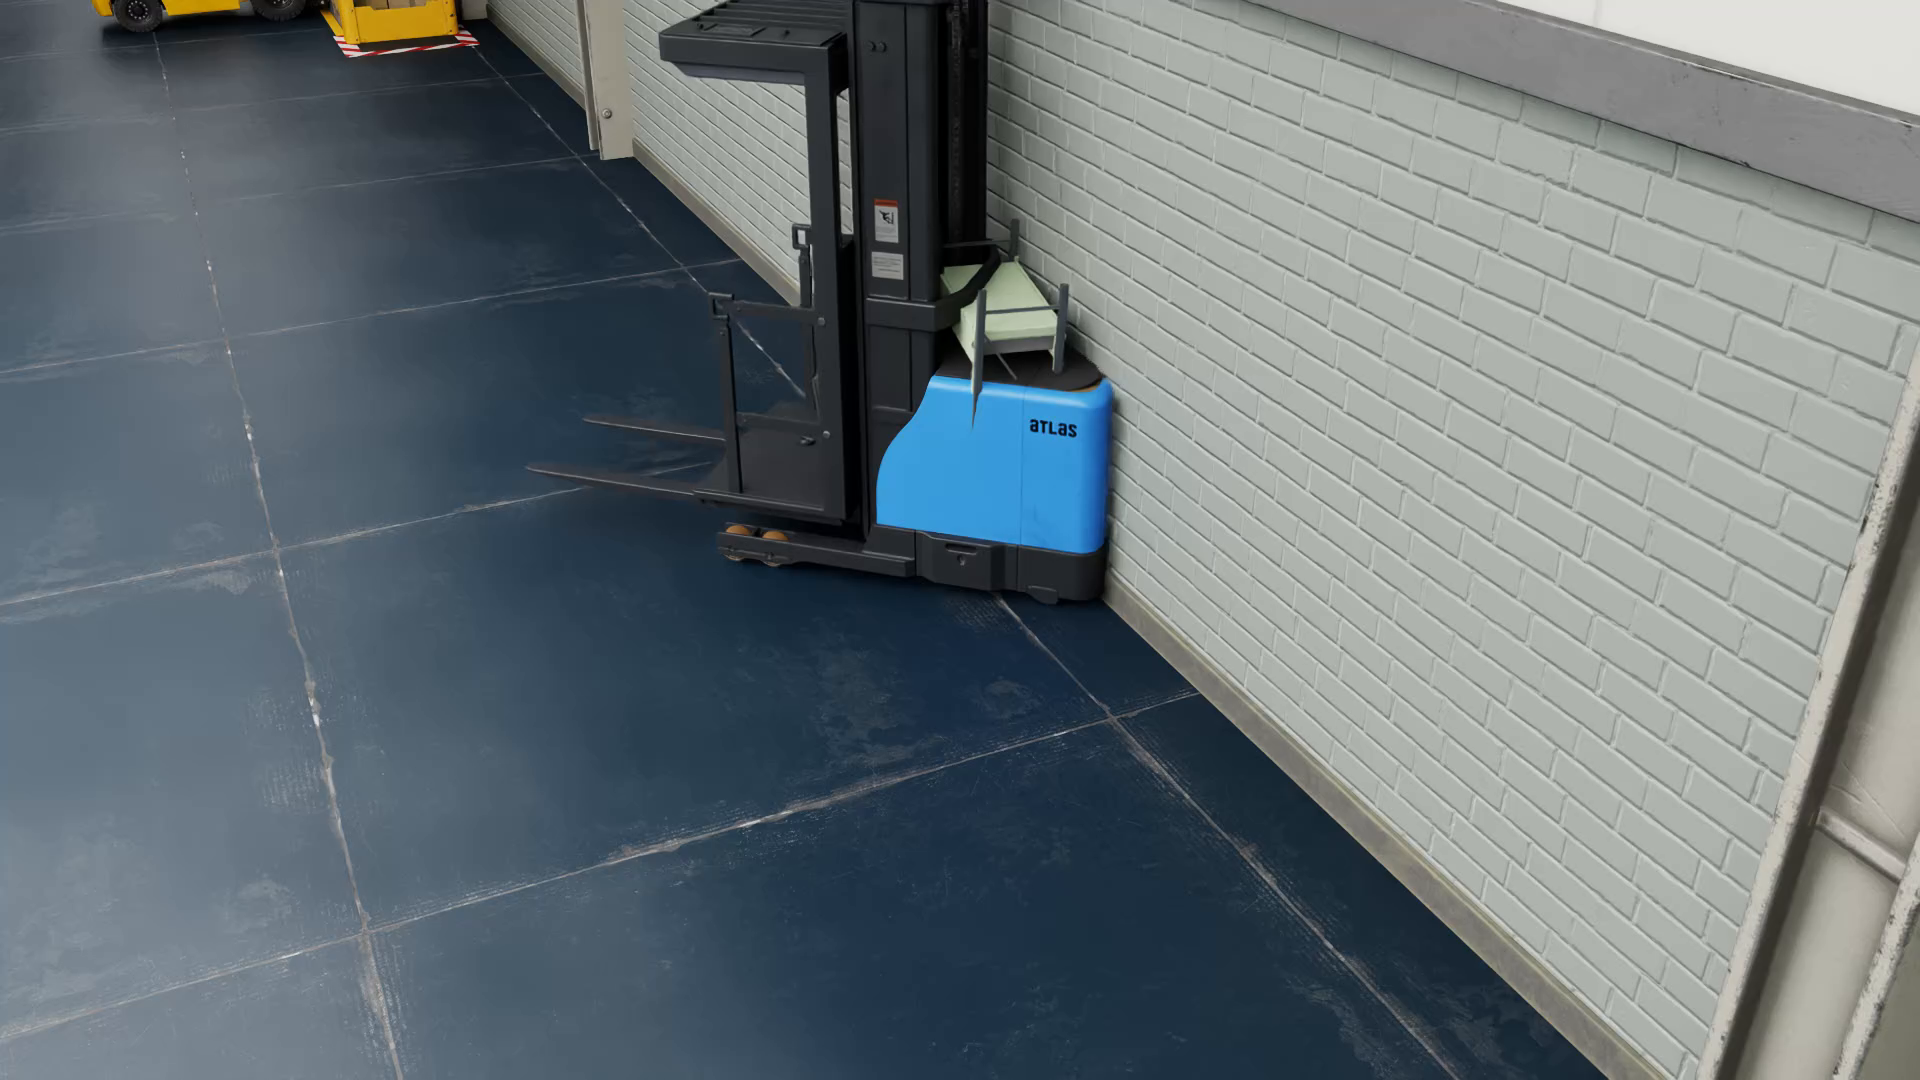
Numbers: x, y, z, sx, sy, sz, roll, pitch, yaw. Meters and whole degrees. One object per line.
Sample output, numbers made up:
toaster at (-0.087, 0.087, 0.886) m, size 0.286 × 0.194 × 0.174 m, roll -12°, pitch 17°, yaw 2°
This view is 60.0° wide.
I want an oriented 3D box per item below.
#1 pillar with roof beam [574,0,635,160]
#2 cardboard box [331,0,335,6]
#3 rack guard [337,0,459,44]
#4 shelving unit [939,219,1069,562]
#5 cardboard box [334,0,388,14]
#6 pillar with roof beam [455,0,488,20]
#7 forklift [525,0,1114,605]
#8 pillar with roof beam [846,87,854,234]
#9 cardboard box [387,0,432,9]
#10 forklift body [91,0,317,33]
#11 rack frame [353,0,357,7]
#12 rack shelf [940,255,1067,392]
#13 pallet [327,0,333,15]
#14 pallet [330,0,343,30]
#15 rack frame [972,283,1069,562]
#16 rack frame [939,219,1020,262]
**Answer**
pillar with roof beam at (-6.831, -6.320, 10.321) m, size 9.100 × 9.000 × 0.400 m, roll -13°, pitch 32°, yaw -22°
cardboard box at (-6.726, -6.108, 18.458) m, size 0.500 × 0.250 × 0.500 m, roll -13°, pitch 32°, yaw -22°
rack guard at (-6.024, -5.660, 17.833) m, size 1.175 × 0.500 × 0.348 m, roll -13°, pitch 32°, yaw -22°
shelving unit at (0.146, -0.637, 7.760) m, size 0.431 × 1.500 × 0.755 m, roll -6°, pitch 34°, yaw -14°
cardboard box at (-6.521, -5.886, 18.062) m, size 0.500 × 0.250 × 0.500 m, roll -13°, pitch 32°, yaw -22°
pillar with roof beam at (-9.407, -8.971, 15.047) m, size 9.100 × 9.000 × 0.400 m, roll -13°, pitch 32°, yaw -22°
forklift at (-0.669, -1.387, 7.728) m, size 3.031 × 2.935 × 1.130 m, roll 9°, pitch 30°, yaw 15°
pillar with roof beam at (-4.255, -3.670, 5.594) m, size 9.100 × 9.000 × 0.400 m, roll -13°, pitch 32°, yaw -22°
cardboard box at (-6.068, -6.003, 18.271) m, size 0.500 × 0.250 × 0.500 m, roll -13°, pitch 32°, yaw -22°
forklift body at (-8.496, -6.846, 18.259) m, size 2.313 × 2.155 × 1.214 m, roll -13°, pitch 32°, yaw -22°
rack frame at (-6.034, -6.761, 17.241) m, size 1.000 × 3.000 × 0.127 m, roll -13°, pitch 32°, yaw -22°
rack shelf at (0.161, -0.965, 7.548) m, size 0.431 × 0.370 × 0.720 m, roll -6°, pitch 34°, yaw -14°
pallet at (-6.920, -6.412, 19.469) m, size 1.003 × 0.211 × 1.213 m, roll -13°, pitch 32°, yaw -22°
pallet at (-6.400, -5.874, 18.509) m, size 1.003 × 0.211 × 1.213 m, roll -13°, pitch 32°, yaw -22°
rack frame at (0.241, -0.442, 7.465) m, size 0.400 × 1.500 × 0.023 m, roll -6°, pitch 34°, yaw -14°
rack frame at (0.050, -0.832, 8.054) m, size 0.400 × 1.500 × 0.023 m, roll -6°, pitch 34°, yaw -14°
